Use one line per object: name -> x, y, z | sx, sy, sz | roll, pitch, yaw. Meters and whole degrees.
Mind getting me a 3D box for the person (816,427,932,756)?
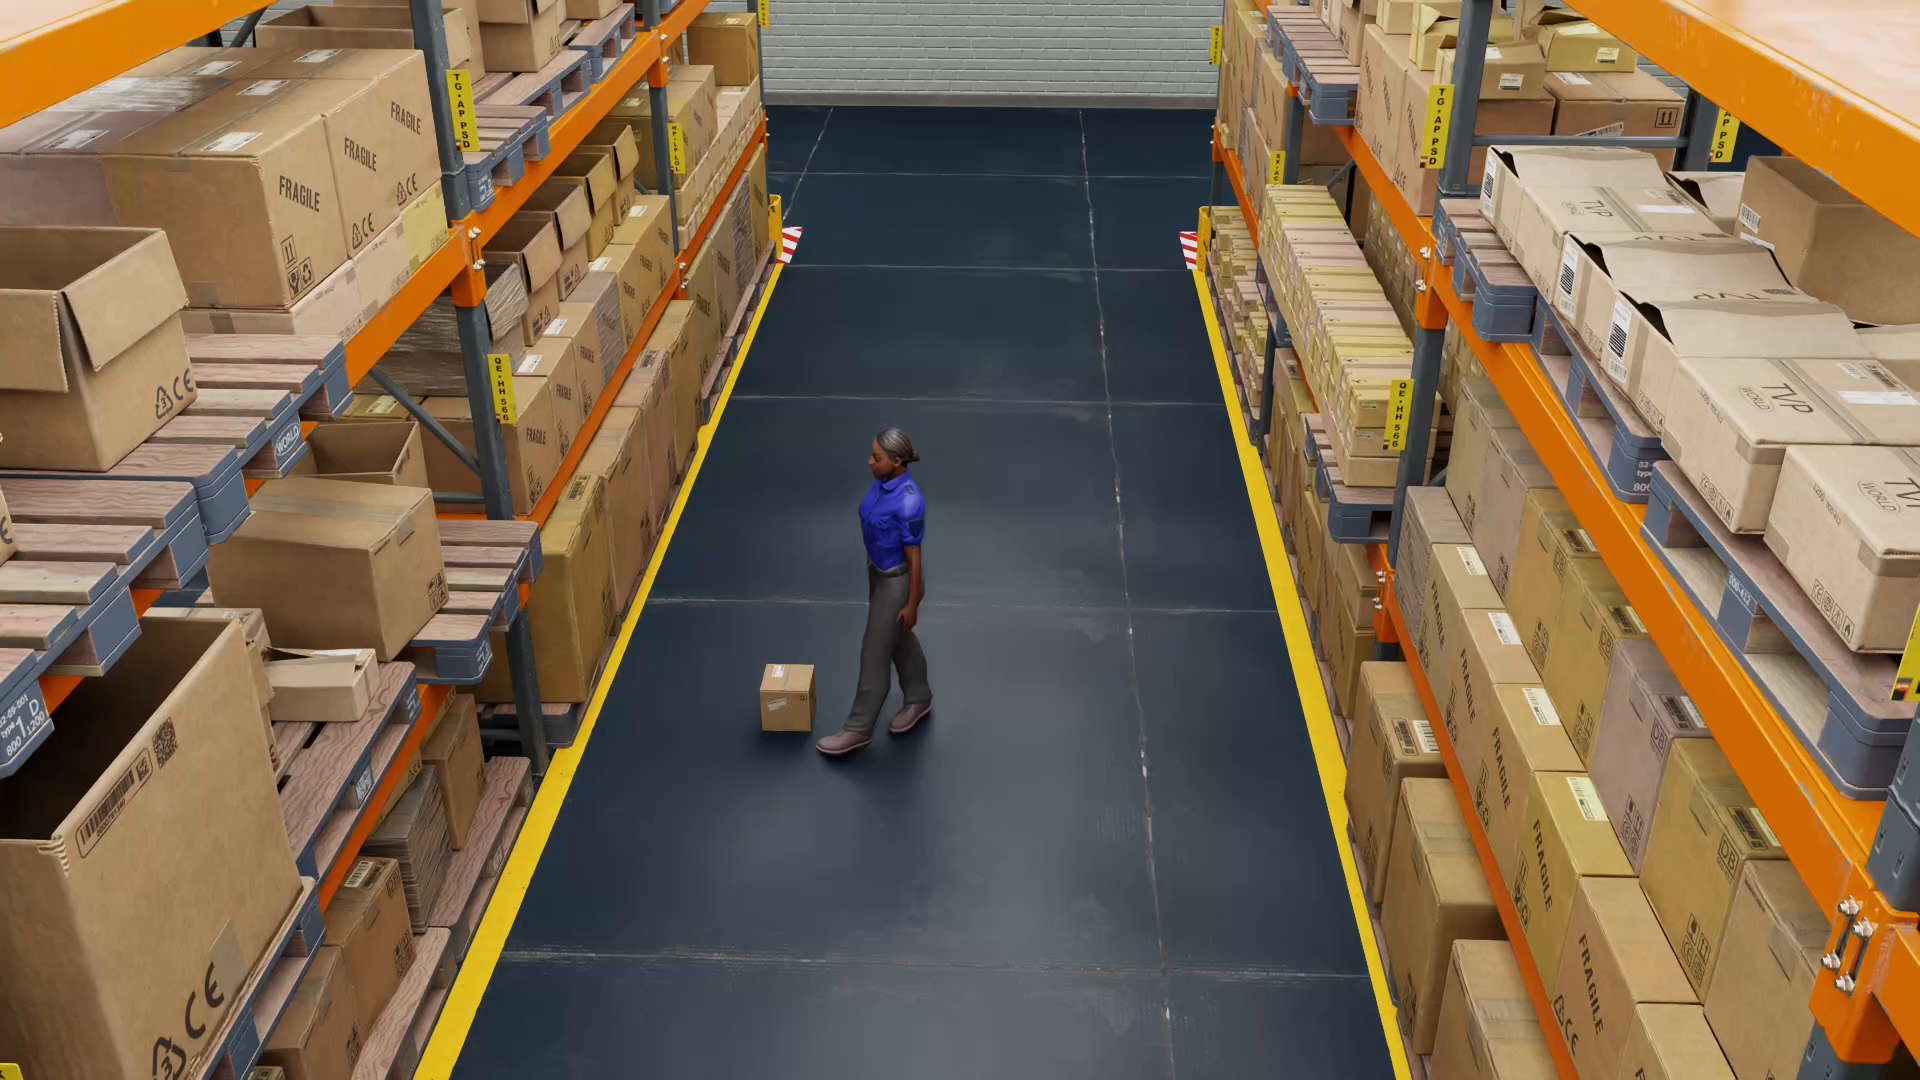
person -> -0.451, 0.243, 8.158 | 0.682, 1.655, 0.479 | -10, 30, -18
